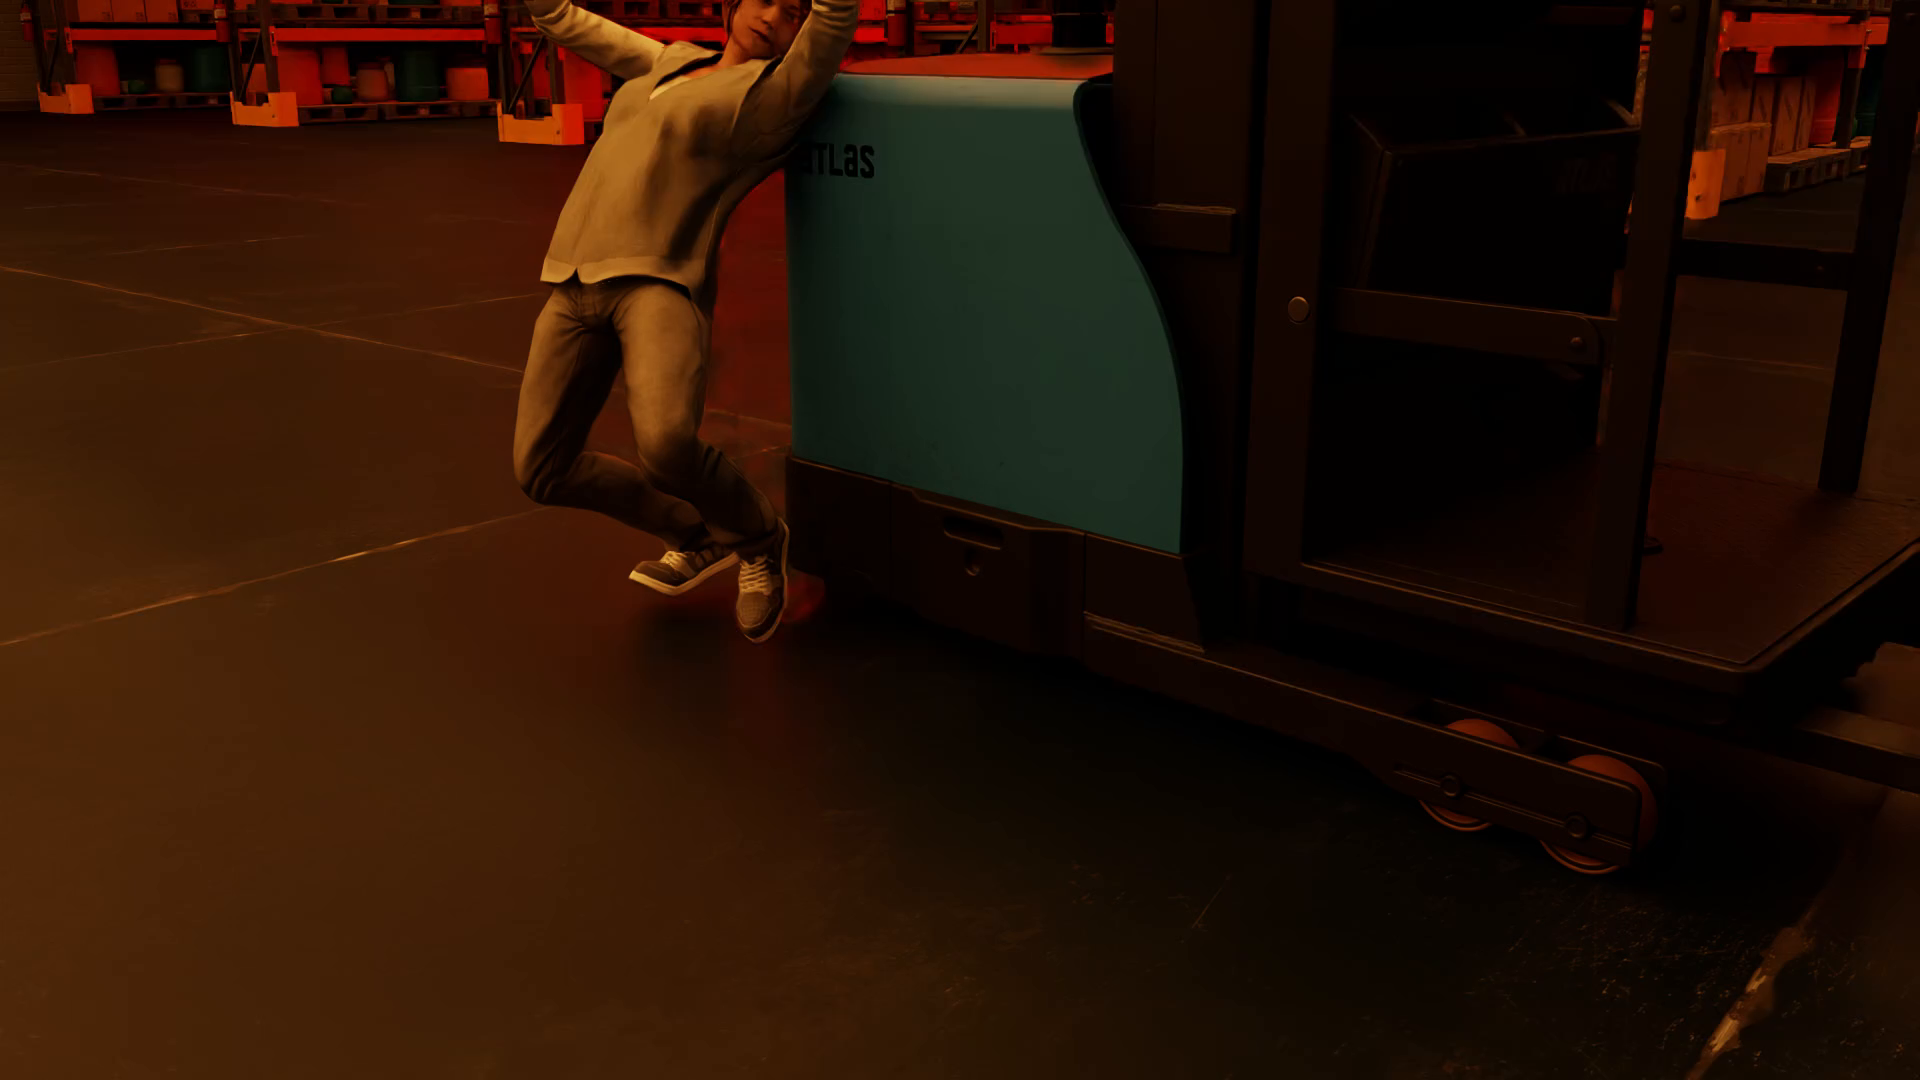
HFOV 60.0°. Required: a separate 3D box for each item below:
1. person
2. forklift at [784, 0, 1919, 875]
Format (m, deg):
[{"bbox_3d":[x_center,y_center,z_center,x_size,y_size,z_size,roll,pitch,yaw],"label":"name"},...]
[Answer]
[{"bbox_3d":[-0.484,-0.541,3.152,0.821,1.479,0.666,13,21,36],"label":"person"},{"bbox_3d":[1.049,-1.096,2.508,3.031,2.935,1.130,15,23,41],"label":"forklift"}]
